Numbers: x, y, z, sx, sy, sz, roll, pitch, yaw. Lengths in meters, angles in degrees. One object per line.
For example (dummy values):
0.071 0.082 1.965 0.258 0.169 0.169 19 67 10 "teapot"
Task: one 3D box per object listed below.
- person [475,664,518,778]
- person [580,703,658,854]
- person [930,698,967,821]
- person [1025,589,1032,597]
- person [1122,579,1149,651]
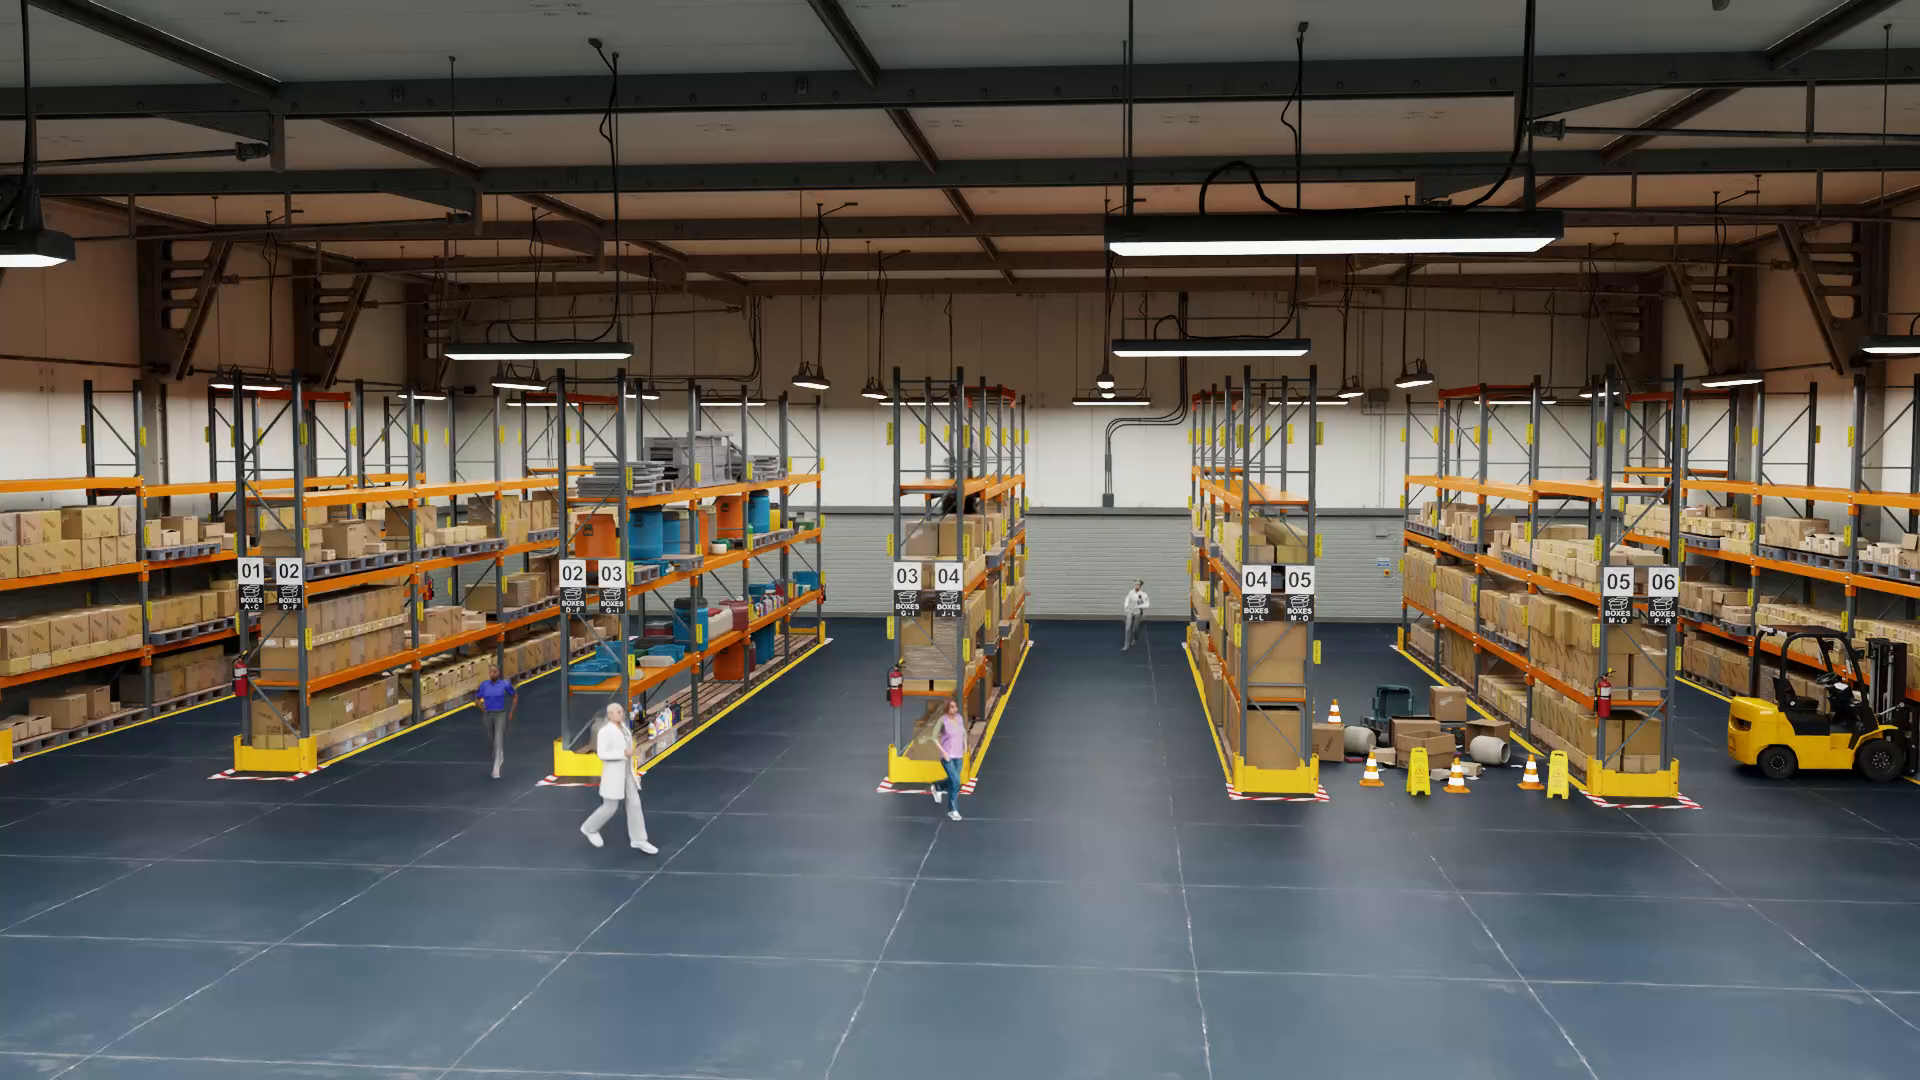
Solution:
-6.907 2.664 24.746 0.616 1.657 0.784 0 4 -2 "person"
-4.104 2.841 19.928 1.034 1.784 0.701 2 4 26 "person"
-0.174 2.859 21.935 0.529 1.590 0.687 -3 4 -35 "person"
1.444 1.589 41.044 0.655 1.764 0.666 3 4 35 "person"
4.167 1.759 39.190 0.651 1.701 0.834 2 4 26 "person"
